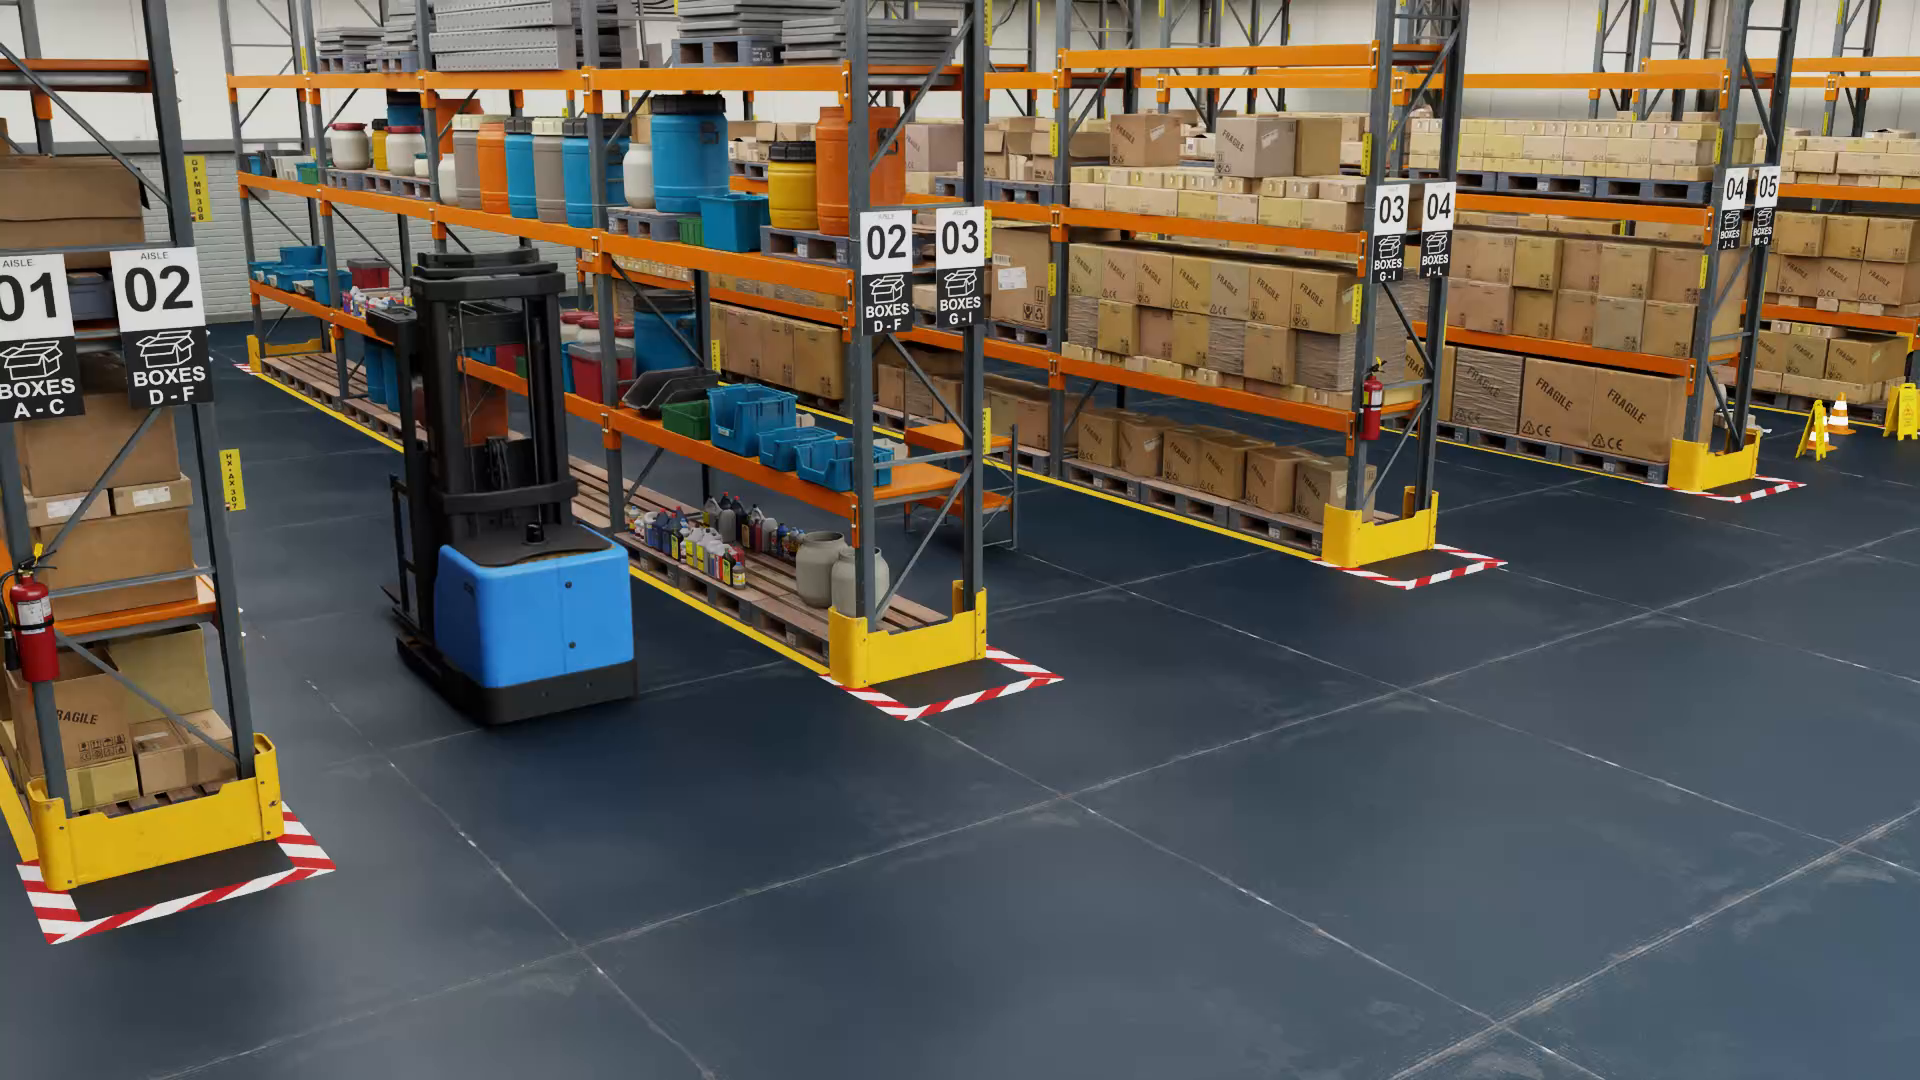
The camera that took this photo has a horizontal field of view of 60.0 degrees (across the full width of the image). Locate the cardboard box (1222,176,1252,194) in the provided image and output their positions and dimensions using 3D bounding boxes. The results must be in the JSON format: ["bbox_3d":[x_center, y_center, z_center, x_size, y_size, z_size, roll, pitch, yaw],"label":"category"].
[{"bbox_3d":[2.555,-3.168,14.815,0.380,0.149,0.250,-12,19,-37],"label":"cardboard box"}]

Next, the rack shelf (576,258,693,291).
[{"bbox_3d":[-4.502,-3.954,25.203,1.077,0.370,4.000,-11,19,-35],"label":"rack shelf"}]

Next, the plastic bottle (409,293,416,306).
[{"bbox_3d":[-6.535,-2.874,19.988,0.144,0.351,0.185,-11,19,-35],"label":"plastic bottle"}]

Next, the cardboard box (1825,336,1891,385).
[{"bbox_3d":[11.064,-2.218,20.491,0.500,0.500,0.500,-11,19,-34],"label":"cardboard box"}]

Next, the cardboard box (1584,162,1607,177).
[{"bbox_3d":[6.733,-3.872,17.349,0.380,0.149,0.250,-11,19,-35],"label":"cardboard box"}]

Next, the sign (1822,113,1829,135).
[{"bbox_3d":[12.973,-6.237,24.923,0.100,0.325,0.005,-11,19,-35],"label":"sign"}]

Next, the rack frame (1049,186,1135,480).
[{"bbox_3d":[1.378,-2.165,17.306,1.000,3.000,0.127,-11,19,-35],"label":"rack frame"}]

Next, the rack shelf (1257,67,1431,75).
[{"bbox_3d":[7.527,-9.155,32.849,1.077,0.370,4.000,-11,19,-35],"label":"rack shelf"}]

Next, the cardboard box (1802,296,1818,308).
[{"bbox_3d":[10.768,-2.997,20.819,0.380,0.149,0.250,-11,19,-34],"label":"cardboard box"}]

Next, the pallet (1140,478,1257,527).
[{"bbox_3d":[2.523,-0.422,16.218,1.003,0.211,1.213,-11,19,-35],"label":"pallet"}]

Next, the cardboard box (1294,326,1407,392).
[{"bbox_3d":[3.428,-1.625,14.577,0.875,0.500,0.500,-11,19,-35],"label":"cardboard box"}]

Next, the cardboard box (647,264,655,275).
[{"bbox_3d":[-4.376,-3.987,24.435,0.380,0.149,0.250,-10,18,-34],"label":"cardboard box"}]

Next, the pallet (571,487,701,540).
[{"bbox_3d":[-3.122,-0.213,15.456,1.003,0.211,1.213,-11,19,-35],"label":"pallet"}]

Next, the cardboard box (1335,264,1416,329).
[{"bbox_3d":[3.627,-2.145,14.584,0.500,0.500,0.500,-11,19,-35],"label":"cardboard box"}]

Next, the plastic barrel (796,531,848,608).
[{"bbox_3d":[-1.020,0.219,12.511,0.421,0.512,0.421,0,15,0],"label":"plastic barrel"}]

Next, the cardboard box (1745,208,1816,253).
[{"bbox_3d":[10.413,-3.929,21.102,0.700,0.500,0.500,-11,19,-35],"label":"cardboard box"}]

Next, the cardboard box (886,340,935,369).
[{"bbox_3d":[-0.556,-2.249,20.094,0.500,0.250,0.500,-10,18,-32],"label":"cardboard box"}]

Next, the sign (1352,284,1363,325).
[{"bbox_3d":[3.269,-1.940,13.692,0.100,0.325,0.005,-11,19,-35],"label":"sign"}]

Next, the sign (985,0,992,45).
[{"bbox_3d":[0.171,-3.420,10.921,0.100,0.325,0.005,-11,19,-35],"label":"sign"}]

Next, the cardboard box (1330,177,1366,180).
[{"bbox_3d":[3.432,-3.078,14.487,0.380,0.149,0.250,-11,19,-36],"label":"cardboard box"}]

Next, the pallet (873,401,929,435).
[{"bbox_3d":[-0.516,-1.508,20.184,1.003,0.211,1.213,-11,19,-35],"label":"pallet"}]

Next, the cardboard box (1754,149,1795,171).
[{"bbox_3d":[10.324,-4.760,20.824,0.500,0.250,0.500,-11,19,-34],"label":"cardboard box"}]

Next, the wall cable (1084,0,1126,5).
[{"bbox_3d":[4.068,-14.017,38.710,2.988,3.039,0.133,-11,19,-35],"label":"wall cable"}]

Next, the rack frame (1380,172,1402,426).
[{"bbox_3d":[5.449,-2.914,20.040,1.000,3.000,0.127,-11,19,-35],"label":"rack frame"}]

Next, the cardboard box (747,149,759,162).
[{"bbox_3d":[-2.572,-5.061,21.882,0.380,0.149,0.250,-12,19,-37],"label":"cardboard box"}]

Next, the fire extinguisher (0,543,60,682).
[{"bbox_3d":[-4.592,0.360,8.225,0.296,0.674,0.183,-11,19,-35],"label":"fire extinguisher"}]

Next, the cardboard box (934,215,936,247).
[{"bbox_3d":[-0.072,-4.984,26.852,0.500,0.500,0.500,-11,19,-36],"label":"cardboard box"}]

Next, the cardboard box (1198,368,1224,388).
[{"bbox_3d":[2.428,-1.523,15.434,0.380,0.149,0.250,-11,19,-35],"label":"cardboard box"}]

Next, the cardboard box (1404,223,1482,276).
[{"bbox_3d":[5.638,-3.423,19.570,0.875,0.550,0.550,-11,19,-35],"label":"cardboard box"}]

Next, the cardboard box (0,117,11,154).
[{"bbox_3d":[-6.968,-2.705,11.664,0.500,0.500,0.500,-11,19,-34],"label":"cardboard box"}]

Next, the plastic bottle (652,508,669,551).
[{"bbox_3d":[-2.490,-0.094,13.924,0.144,0.351,0.185,-10,18,-33],"label":"plastic bottle"}]

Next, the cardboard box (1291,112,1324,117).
[{"bbox_3d":[6.999,-8.446,33.344,0.500,0.250,0.500,-11,19,-35],"label":"cardboard box"}]

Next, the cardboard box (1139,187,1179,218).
[{"bbox_3d":[2.034,-3.184,15.630,0.500,0.250,0.500,-12,19,-37],"label":"cardboard box"}]

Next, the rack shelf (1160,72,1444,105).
[{"bbox_3d":[4.273,-5.695,20.956,1.077,0.370,4.000,-11,19,-35],"label":"rack shelf"}]

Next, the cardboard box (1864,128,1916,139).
[{"bbox_3d":[13.699,-5.914,24.504,0.500,0.311,0.500,-10,18,-33],"label":"cardboard box"}]

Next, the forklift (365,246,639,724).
[{"bbox_3d":[-3.391,-0.575,11.623,1.130,2.935,3.031,-10,18,-33],"label":"forklift"}]

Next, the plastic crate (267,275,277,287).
[{"bbox_3d":[-9.285,-3.531,22.680,0.250,0.136,0.298,-11,19,-35],"label":"plastic crate"}]

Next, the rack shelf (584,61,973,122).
[{"bbox_3d":[-1.453,-3.323,12.292,1.077,0.370,4.000,-11,19,-35],"label":"rack shelf"}]

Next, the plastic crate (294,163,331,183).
[{"bbox_3d":[-8.126,-4.616,20.894,0.416,0.233,0.300,-11,19,-35],"label":"plastic crate"}]

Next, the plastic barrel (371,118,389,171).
[{"bbox_3d":[-6.632,-4.682,19.665,0.600,0.588,0.600,0,15,0],"label":"plastic barrel"}]

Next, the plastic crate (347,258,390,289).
[{"bbox_3d":[-7.655,-3.394,21.561,0.402,0.464,0.583,-11,19,-35],"label":"plastic crate"}]

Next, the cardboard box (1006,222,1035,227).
[{"bbox_3d":[0.922,-4.721,25.197,0.380,0.149,0.250,-11,19,-34],"label":"cardboard box"}]

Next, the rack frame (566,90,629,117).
[{"bbox_3d":[-5.678,-7.621,25.876,1.000,3.000,0.127,-11,19,-35],"label":"rack frame"}]

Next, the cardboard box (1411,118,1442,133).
[{"bbox_3d":[5.388,-4.744,19.027,0.380,0.149,0.250,-11,19,-34],"label":"cardboard box"}]

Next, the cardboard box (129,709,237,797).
[{"bbox_3d":[-4.421,1.200,9.422,0.500,0.250,0.500,-11,19,-35],"label":"cardboard box"}]

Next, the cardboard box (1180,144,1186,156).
[{"bbox_3d":[3.164,-5.248,22.378,0.380,0.149,0.250,-12,19,-37],"label":"cardboard box"}]

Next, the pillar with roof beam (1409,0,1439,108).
[{"bbox_3d":[5.540,-8.697,29.806,9.100,9.000,0.400,-11,19,-35],"label":"pillar with roof beam"}]

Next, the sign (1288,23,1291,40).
[{"bbox_3d":[6.812,-10.540,34.469,0.100,0.325,0.005,-11,19,-35],"label":"sign"}]

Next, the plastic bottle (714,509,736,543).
[{"bbox_3d":[-2.009,-0.133,14.206,0.152,0.276,0.135,-11,19,-35],"label":"plastic bottle"}]

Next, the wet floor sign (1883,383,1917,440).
[{"bbox_3d":[10.992,-1.507,19.361,0.267,0.644,0.232,-4,16,-15],"label":"wet floor sign"}]

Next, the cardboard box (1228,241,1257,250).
[{"bbox_3d":[3.955,-3.984,21.867,0.700,0.500,0.500,-11,19,-35],"label":"cardboard box"}]

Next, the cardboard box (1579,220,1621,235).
[{"bbox_3d":[8.936,-4.161,23.048,0.500,0.500,0.500,-11,19,-36],"label":"cardboard box"}]

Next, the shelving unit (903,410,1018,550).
[{"bbox_3d":[-0.004,-0.544,14.933,0.538,1.125,1.048,-11,19,-35],"label":"shelving unit"}]
